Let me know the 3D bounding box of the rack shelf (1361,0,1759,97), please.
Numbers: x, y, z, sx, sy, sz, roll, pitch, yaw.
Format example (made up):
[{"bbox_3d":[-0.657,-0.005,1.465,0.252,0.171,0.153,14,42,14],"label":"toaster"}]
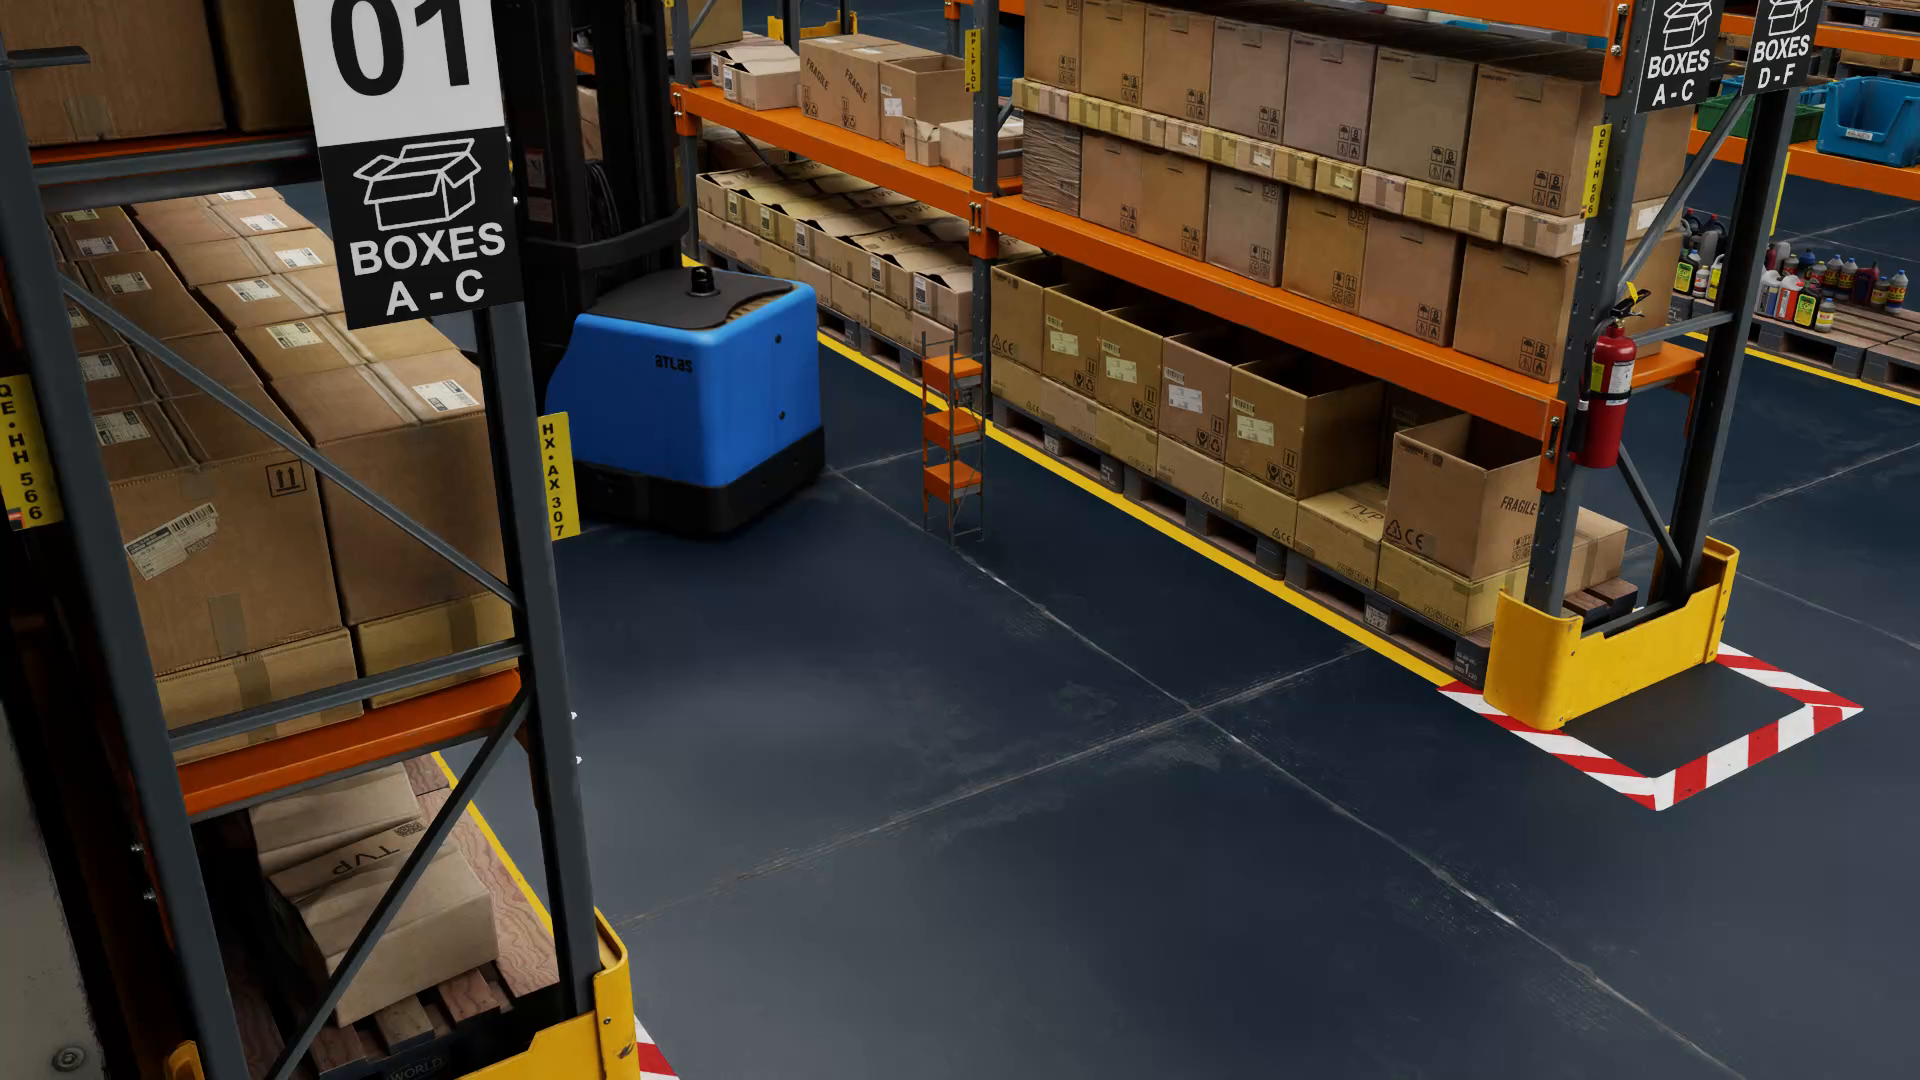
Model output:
[{"bbox_3d":[1.613,-2.535,7.446,1.077,0.370,4.000,-16,29,-30],"label":"rack shelf"}]

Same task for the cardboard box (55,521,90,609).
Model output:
[{"bbox_3d":[-2.432,-0.058,5.022,0.500,0.250,0.500,-16,30,-30],"label":"cardboard box"}]

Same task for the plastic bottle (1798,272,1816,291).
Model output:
[{"bbox_3d":[5.462,-1.589,10.778,0.061,0.283,0.133,-16,29,-30],"label":"plastic bottle"}]

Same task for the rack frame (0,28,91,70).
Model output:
[{"bbox_3d":[-1.443,-2.346,2.688,1.000,3.000,0.127,-16,29,-30],"label":"rack frame"}]

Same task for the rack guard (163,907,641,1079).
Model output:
[{"bbox_3d":[-1.485,1.470,4.560,1.175,0.500,0.348,-16,29,-30],"label":"rack guard"}]

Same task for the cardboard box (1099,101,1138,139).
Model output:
[{"bbox_3d":[0.930,-2.142,8.406,0.380,0.149,0.250,-16,30,-30],"label":"cardboard box"}]

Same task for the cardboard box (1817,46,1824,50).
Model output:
[{"bbox_3d":[10.678,-6.449,20.844,0.500,0.500,0.500,-17,30,-32],"label":"cardboard box"}]

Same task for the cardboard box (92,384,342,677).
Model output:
[{"bbox_3d":[-1.879,-0.032,4.089,0.500,0.500,0.500,-16,30,-30],"label":"cardboard box"}]

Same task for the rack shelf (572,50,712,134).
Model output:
[{"bbox_3d":[-2.754,-4.040,14.148,1.077,0.370,4.000,-16,29,-30],"label":"rack shelf"}]

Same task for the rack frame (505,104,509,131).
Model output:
[{"bbox_3d":[-3.846,-5.081,15.509,1.000,3.000,0.127,-16,29,-30],"label":"rack frame"}]

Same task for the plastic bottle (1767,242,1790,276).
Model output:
[{"bbox_3d":[5.633,-1.933,11.517,0.152,0.276,0.135,-15,29,-29],"label":"plastic bottle"}]

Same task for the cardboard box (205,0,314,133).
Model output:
[{"bbox_3d":[-1.417,-1.222,3.680,0.500,0.500,0.500,-15,29,-28],"label":"cardboard box"}]

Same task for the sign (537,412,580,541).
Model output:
[{"bbox_3d":[-0.989,-0.151,4.052,0.100,0.325,0.005,-16,29,-30],"label":"sign"}]

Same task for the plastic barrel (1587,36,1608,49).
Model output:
[{"bbox_3d":[4.716,-3.808,12.226,0.600,0.901,0.708,-16,29,-30],"label":"plastic barrel"}]

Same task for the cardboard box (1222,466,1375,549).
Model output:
[{"bbox_3d":[1.607,-0.213,7.926,0.500,0.250,0.500,-16,29,-30],"label":"cardboard box"}]

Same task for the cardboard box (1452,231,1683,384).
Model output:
[{"bbox_3d":[2.461,-1.004,6.756,0.700,0.500,0.500,-16,29,-30],"label":"cardboard box"}]

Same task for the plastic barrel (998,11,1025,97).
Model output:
[{"bbox_3d":[0.589,-5.276,17.889,0.600,0.901,0.708,-16,29,-30],"label":"plastic barrel"}]

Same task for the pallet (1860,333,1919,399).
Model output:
[{"bbox_3d":[6.337,-0.989,10.108,1.003,0.211,1.213,-16,29,-30],"label":"pallet"}]

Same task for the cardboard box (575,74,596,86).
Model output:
[{"bbox_3d":[-3.240,-3.901,14.545,0.500,0.250,0.500,-15,29,-29],"label":"cardboard box"}]

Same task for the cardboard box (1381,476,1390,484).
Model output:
[{"bbox_3d":[2.323,-0.157,7.808,0.500,0.250,0.500,-16,29,-30],"label":"cardboard box"}]

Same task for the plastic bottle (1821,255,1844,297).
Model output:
[{"bbox_3d":[5.887,-1.786,11.211,0.097,0.271,0.097,0,25,0],"label":"plastic bottle"}]

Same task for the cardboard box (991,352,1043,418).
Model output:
[{"bbox_3d":[0.520,-0.929,9.444,0.500,0.250,0.500,-16,29,-30],"label":"cardboard box"}]

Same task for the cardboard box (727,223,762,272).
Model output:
[{"bbox_3d":[-1.347,-2.161,12.054,0.500,0.250,0.500,-16,30,-31],"label":"cardboard box"}]

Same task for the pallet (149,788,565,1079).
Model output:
[{"bbox_3d":[-1.899,1.302,5.255,1.003,0.211,1.213,-16,29,-30],"label":"pallet"}]

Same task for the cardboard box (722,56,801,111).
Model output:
[{"bbox_3d":[-1.336,-3.245,11.724,0.500,0.311,0.500,-16,30,-30],"label":"cardboard box"}]

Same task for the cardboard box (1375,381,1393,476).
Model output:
[{"bbox_3d":[2.040,-0.672,8.021,0.500,0.500,0.500,-16,29,-30],"label":"cardboard box"}]

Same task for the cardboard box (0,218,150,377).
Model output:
[{"bbox_3d":[-2.999,-0.762,5.634,0.500,0.500,0.500,-15,29,-28],"label":"cardboard box"}]

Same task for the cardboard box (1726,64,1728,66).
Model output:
[{"bbox_3d":[7.336,-4.596,16.894,0.700,0.500,0.500,-18,31,-34],"label":"cardboard box"}]

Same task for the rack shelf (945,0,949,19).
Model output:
[{"bbox_3d":[-0.785,-6.624,19.621,1.077,0.370,4.000,-16,29,-30],"label":"rack shelf"}]

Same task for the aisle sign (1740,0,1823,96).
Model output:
[{"bbox_3d":[2.997,-2.012,5.964,0.394,0.787,0.004,-16,29,-30],"label":"aisle sign"}]

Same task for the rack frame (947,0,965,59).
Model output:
[{"bbox_3d":[0.306,-6.234,17.952,1.000,3.000,0.127,-16,29,-30],"label":"rack frame"}]

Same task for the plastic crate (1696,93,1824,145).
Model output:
[{"bbox_3d":[5.178,-2.725,10.768,0.450,0.188,0.662,-16,29,-30],"label":"plastic crate"}]

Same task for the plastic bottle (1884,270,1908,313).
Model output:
[{"bbox_3d":[6.129,-1.628,10.876,0.097,0.271,0.097,0,25,0],"label":"plastic bottle"}]

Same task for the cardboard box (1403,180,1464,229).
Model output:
[{"bbox_3d":[2.053,-1.404,6.844,0.380,0.149,0.250,-16,30,-30],"label":"cardboard box"}]

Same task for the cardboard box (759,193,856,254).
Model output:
[{"bbox_3d":[-1.052,-2.226,11.533,0.500,0.311,0.500,-16,30,-31],"label":"cardboard box"}]

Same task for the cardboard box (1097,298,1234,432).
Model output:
[{"bbox_3d":[1.058,-0.909,8.522,0.500,0.500,0.500,-16,29,-30],"label":"cardboard box"}]

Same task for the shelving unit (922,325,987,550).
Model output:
[{"bbox_3d":[-0.029,-0.494,8.077,0.215,1.050,0.252,-16,29,-30],"label":"shelving unit"}]

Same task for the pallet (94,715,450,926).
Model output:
[{"bbox_3d":[-2.561,0.866,6.178,1.003,0.211,1.213,-16,29,-30],"label":"pallet"}]

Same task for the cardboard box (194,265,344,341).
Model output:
[{"bbox_3d":[-1.990,-0.520,5.121,0.500,0.500,0.500,-17,30,-31],"label":"cardboard box"}]

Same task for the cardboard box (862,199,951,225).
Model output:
[{"bbox_3d":[-0.336,-2.175,11.426,0.500,0.311,0.500,-15,29,-28],"label":"cardboard box"}]

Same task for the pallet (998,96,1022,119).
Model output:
[{"bbox_3d":[0.693,-4.687,17.942,1.003,0.211,1.213,-16,29,-30],"label":"pallet"}]

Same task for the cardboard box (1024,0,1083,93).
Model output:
[{"bbox_3d":[0.769,-2.694,8.817,0.700,0.500,0.500,-15,29,-29],"label":"cardboard box"}]

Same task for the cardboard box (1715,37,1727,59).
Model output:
[{"bbox_3d":[7.329,-4.945,16.756,0.500,0.250,0.500,-12,28,-24],"label":"cardboard box"}]

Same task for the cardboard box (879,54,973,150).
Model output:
[{"bbox_3d":[-0.172,-2.732,10.416,0.500,0.500,0.500,-13,28,-26],"label":"cardboard box"}]

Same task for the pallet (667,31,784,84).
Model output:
[{"bbox_3d":[-2.091,-3.790,12.999,1.213,0.211,1.003,-16,29,-30],"label":"pallet"}]

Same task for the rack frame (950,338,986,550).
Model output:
[{"bbox_3d":[0.037,-0.450,7.984,0.200,1.050,0.008,-16,29,-30],"label":"rack frame"}]

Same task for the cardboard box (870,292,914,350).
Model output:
[{"bbox_3d":[-0.223,-1.428,10.501,0.500,0.250,0.500,-16,30,-30],"label":"cardboard box"}]

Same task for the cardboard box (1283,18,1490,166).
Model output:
[{"bbox_3d":[1.864,-1.977,7.296,0.700,0.500,0.500,-15,29,-29],"label":"cardboard box"}]

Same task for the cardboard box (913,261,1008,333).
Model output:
[{"bbox_3d":[0.060,-1.498,9.991,0.500,0.311,0.500,-16,29,-30],"label":"cardboard box"}]

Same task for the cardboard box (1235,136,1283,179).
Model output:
[{"bbox_3d":[1.488,-1.774,7.627,0.380,0.149,0.250,-16,30,-30],"label":"cardboard box"}]

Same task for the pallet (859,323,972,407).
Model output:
[{"bbox_3d":[0.086,-1.213,10.582,1.003,0.211,1.213,-16,29,-30],"label":"pallet"}]

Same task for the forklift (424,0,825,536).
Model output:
[{"bbox_3d":[-2.277,-1.769,8.574,3.031,2.935,1.130,12,28,24],"label":"forklift"}]

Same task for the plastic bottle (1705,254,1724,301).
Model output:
[{"bbox_3d":[5.102,-1.769,11.080,0.144,0.351,0.185,-16,30,-30],"label":"plastic bottle"}]

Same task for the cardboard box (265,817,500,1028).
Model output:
[{"bbox_3d":[-1.746,1.115,5.018,0.500,0.311,0.500,-19,32,-35],"label":"cardboard box"}]

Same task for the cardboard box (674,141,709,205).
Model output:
[{"bbox_3d":[-2.370,-2.999,13.511,0.500,0.500,0.500,-14,29,-28],"label":"cardboard box"}]

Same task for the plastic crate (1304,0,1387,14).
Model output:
[{"bbox_3d":[3.116,-4.183,13.532,0.402,0.464,0.583,-16,29,-30],"label":"plastic crate"}]

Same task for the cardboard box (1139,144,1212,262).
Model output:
[{"bbox_3d":[1.333,-1.740,8.315,0.700,0.500,0.500,-15,29,-29],"label":"cardboard box"}]

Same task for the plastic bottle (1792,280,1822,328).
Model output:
[{"bbox_3d":[5.408,-1.505,10.600,0.061,0.283,0.133,-15,29,-28],"label":"plastic bottle"}]
